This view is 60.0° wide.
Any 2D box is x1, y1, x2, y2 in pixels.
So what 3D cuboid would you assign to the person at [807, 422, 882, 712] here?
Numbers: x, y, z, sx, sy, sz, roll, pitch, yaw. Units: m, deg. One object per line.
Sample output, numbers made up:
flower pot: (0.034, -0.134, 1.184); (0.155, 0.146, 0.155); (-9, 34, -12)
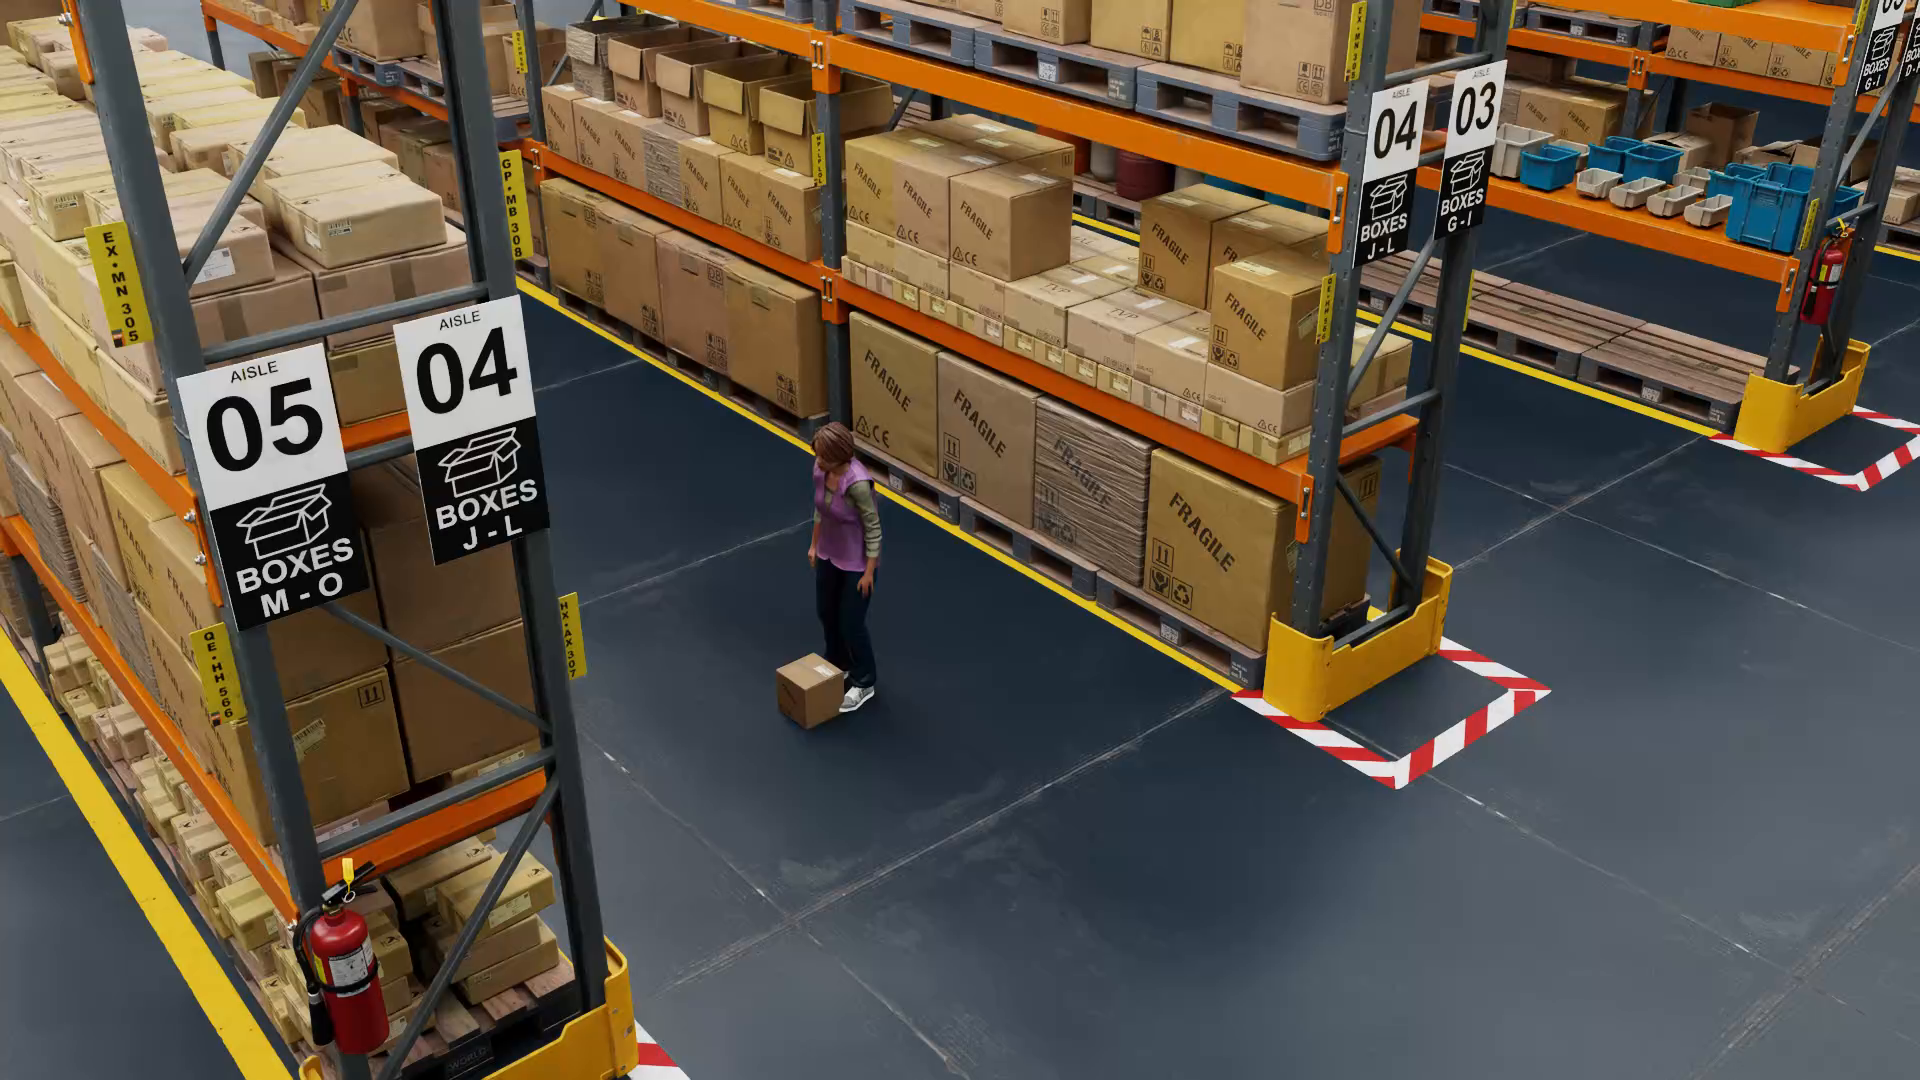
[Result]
person: (-0.589, 0.113, 8.428); (0.344, 1.593, 0.484); (-25, 37, -37)
